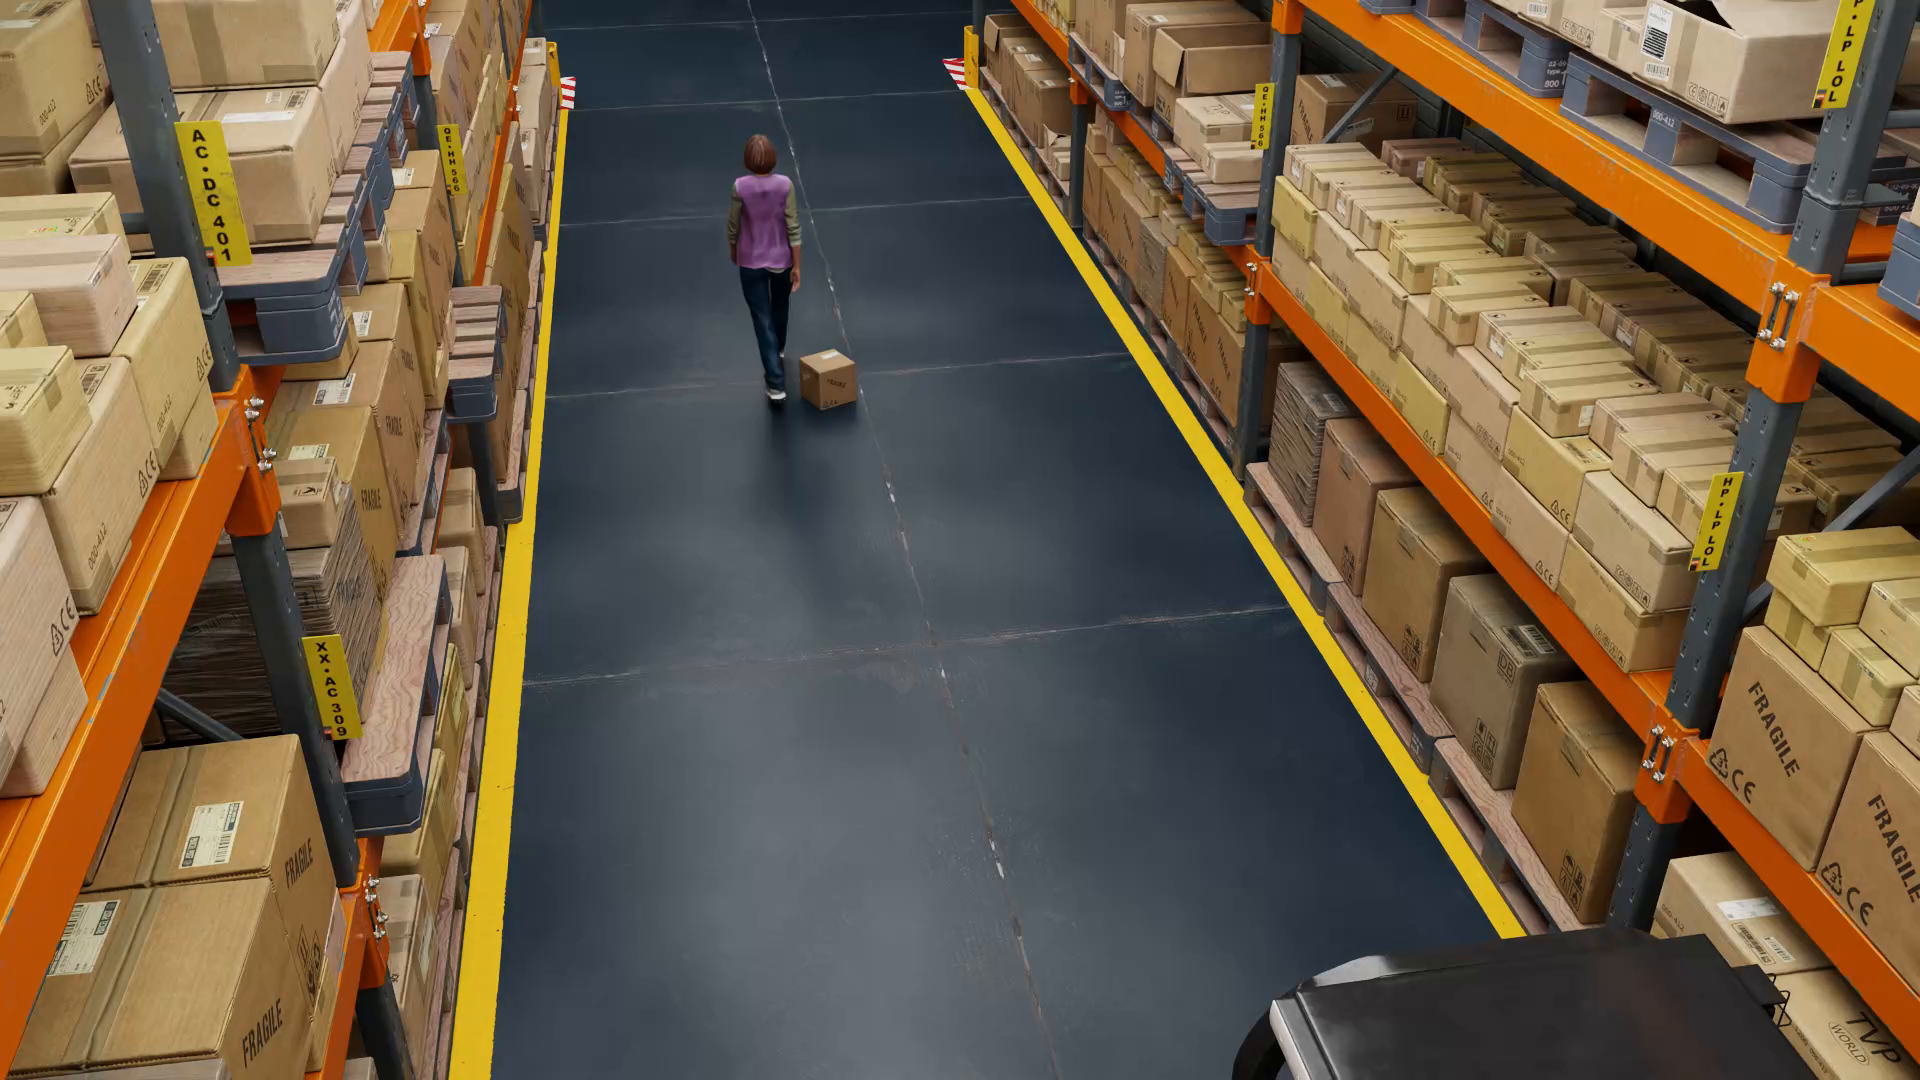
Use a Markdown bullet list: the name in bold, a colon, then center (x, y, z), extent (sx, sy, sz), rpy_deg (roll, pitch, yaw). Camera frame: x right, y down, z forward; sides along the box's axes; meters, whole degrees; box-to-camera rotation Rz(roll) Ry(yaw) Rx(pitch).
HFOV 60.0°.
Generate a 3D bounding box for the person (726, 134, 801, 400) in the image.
- **person**: center (-1.169, -1.677, 9.904), extent (0.418, 1.542, 0.937), rpy_deg (-8, 32, -14)
